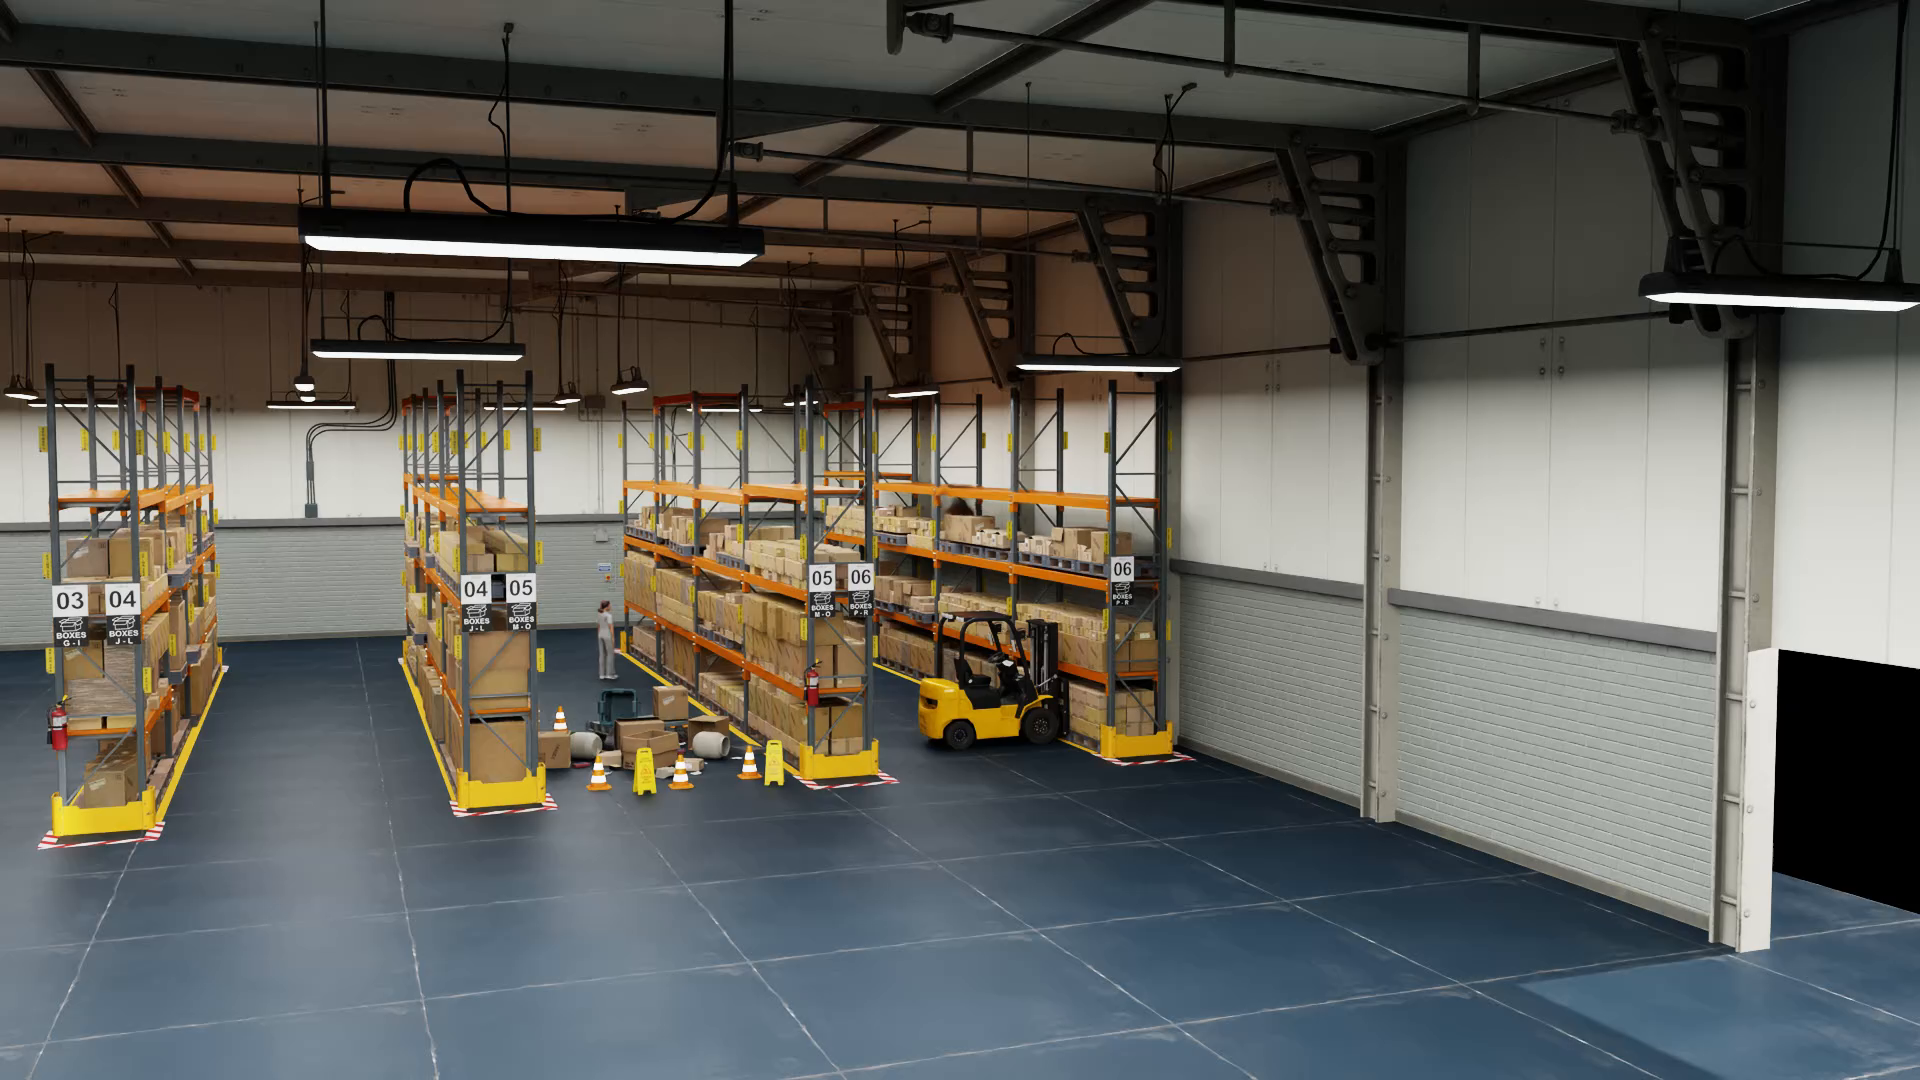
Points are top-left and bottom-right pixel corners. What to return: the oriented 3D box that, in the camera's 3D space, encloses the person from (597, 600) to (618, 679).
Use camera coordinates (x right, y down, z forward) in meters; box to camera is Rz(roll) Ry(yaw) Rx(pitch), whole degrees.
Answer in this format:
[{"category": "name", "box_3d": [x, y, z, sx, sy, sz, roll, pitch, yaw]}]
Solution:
[{"category": "person", "box_3d": [-7.467, 2.098, 35.199, 0.497, 1.673, 0.387, 2, 4, 35]}]
